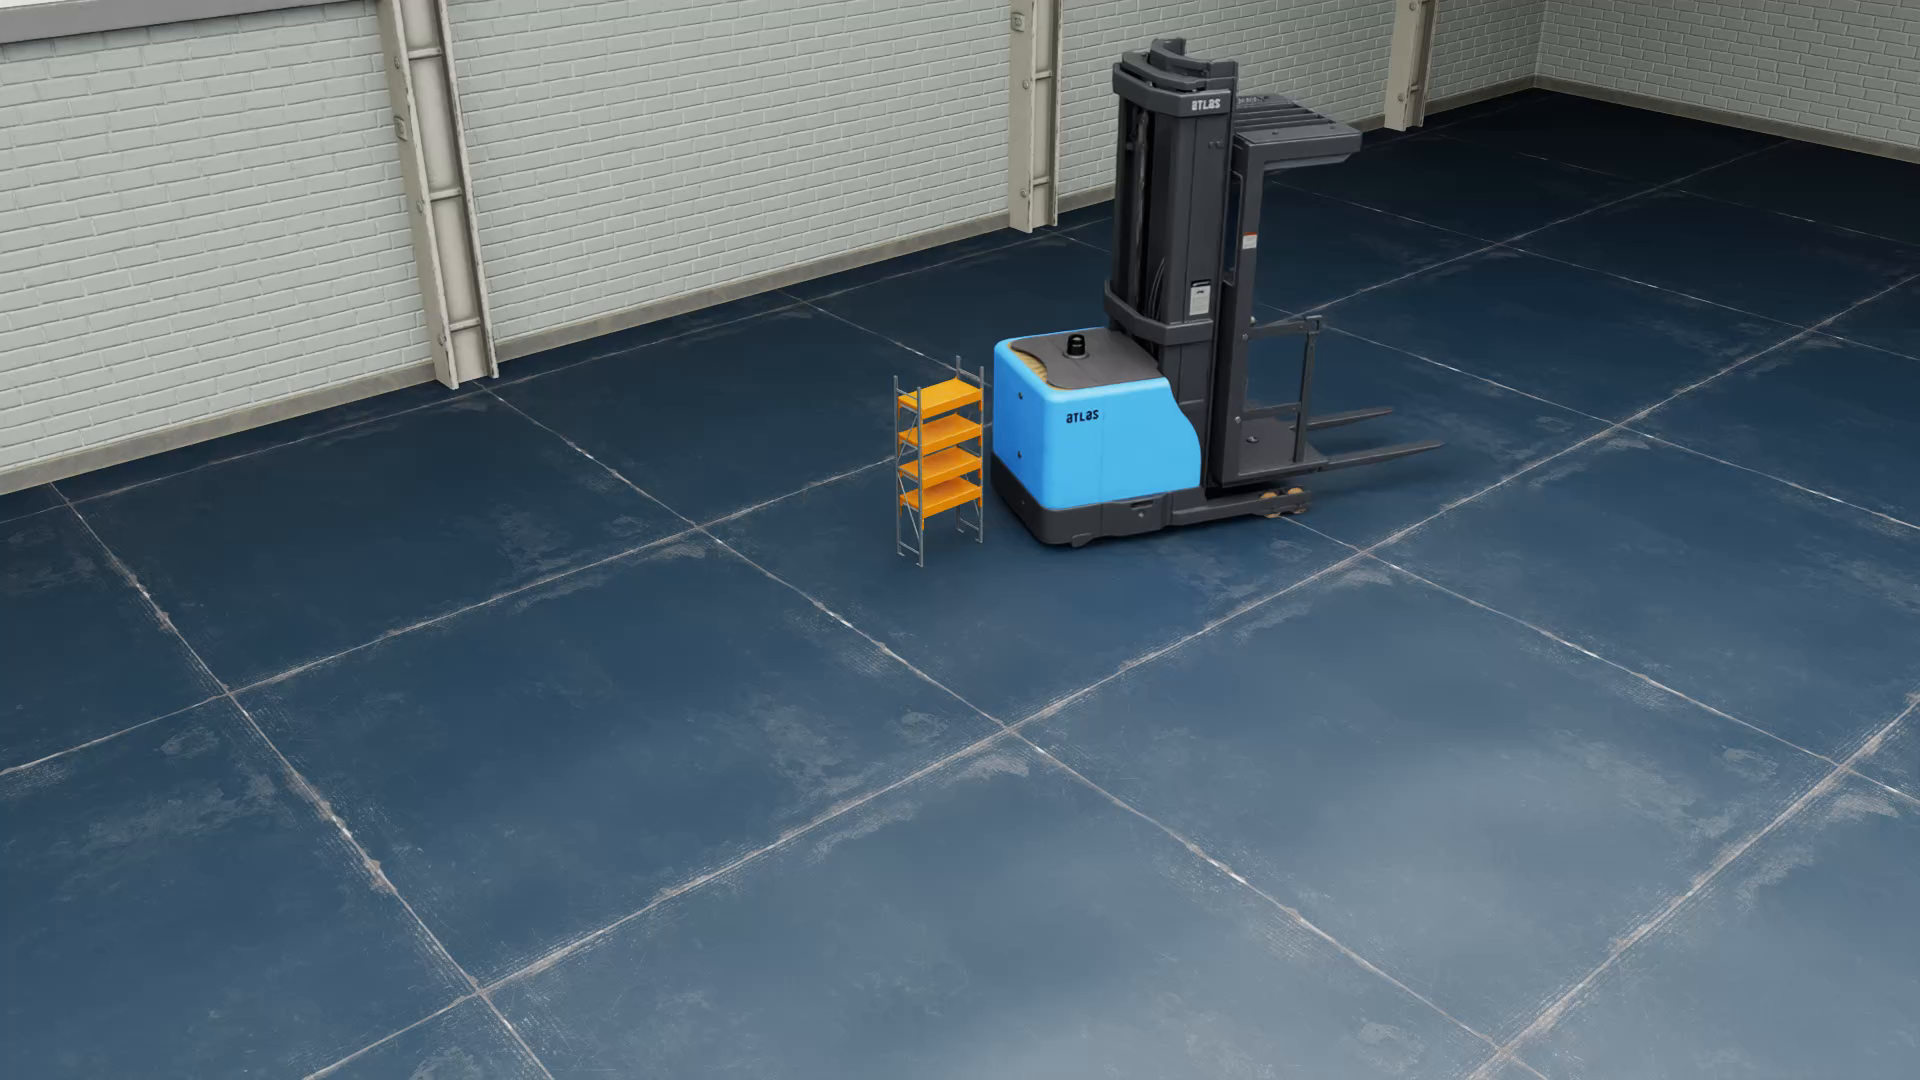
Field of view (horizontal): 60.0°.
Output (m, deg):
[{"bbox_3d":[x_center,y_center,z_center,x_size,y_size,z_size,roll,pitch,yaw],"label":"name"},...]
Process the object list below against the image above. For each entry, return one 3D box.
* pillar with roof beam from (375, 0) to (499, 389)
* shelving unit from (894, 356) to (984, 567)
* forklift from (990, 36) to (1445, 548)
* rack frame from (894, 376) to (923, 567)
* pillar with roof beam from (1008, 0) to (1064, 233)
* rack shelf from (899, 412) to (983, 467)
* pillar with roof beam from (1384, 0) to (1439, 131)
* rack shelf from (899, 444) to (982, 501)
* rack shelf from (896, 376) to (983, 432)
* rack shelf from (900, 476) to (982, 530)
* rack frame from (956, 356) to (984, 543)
[{"bbox_3d":[-1.054,-3.696,7.977,0.400,9.000,9.100,-22,35,-35],"label":"pillar with roof beam"},{"bbox_3d":[-0.126,-0.479,10.231,0.503,1.200,0.258,-22,35,-35],"label":"shelving unit"},{"bbox_3d":[1.778,-1.659,10.603,3.031,2.935,1.130,-10,30,-17],"label":"forklift"},{"bbox_3d":[-0.312,-0.404,10.091,0.015,1.200,0.240,-22,35,-35],"label":"rack frame"},{"bbox_3d":[3.511,-5.531,11.411,0.400,9.000,9.100,-22,35,-35],"label":"pillar with roof beam"},{"bbox_3d":[-0.126,-0.616,10.157,0.480,0.148,0.258,-22,35,-35],"label":"rack shelf"},{"bbox_3d":[8.075,-7.367,14.846,0.400,9.000,9.100,-22,35,-35],"label":"pillar with roof beam"},{"bbox_3d":[-0.126,-0.419,10.262,0.480,0.148,0.258,-22,35,-35],"label":"rack shelf"},{"bbox_3d":[-0.126,-0.825,10.046,0.480,0.148,0.258,-22,35,-35],"label":"rack shelf"},{"bbox_3d":[-0.126,-0.244,10.356,0.480,0.148,0.258,-22,35,-35],"label":"rack shelf"},{"bbox_3d":[0.060,-0.553,10.370,0.015,1.200,0.240,-22,35,-35],"label":"rack frame"}]
